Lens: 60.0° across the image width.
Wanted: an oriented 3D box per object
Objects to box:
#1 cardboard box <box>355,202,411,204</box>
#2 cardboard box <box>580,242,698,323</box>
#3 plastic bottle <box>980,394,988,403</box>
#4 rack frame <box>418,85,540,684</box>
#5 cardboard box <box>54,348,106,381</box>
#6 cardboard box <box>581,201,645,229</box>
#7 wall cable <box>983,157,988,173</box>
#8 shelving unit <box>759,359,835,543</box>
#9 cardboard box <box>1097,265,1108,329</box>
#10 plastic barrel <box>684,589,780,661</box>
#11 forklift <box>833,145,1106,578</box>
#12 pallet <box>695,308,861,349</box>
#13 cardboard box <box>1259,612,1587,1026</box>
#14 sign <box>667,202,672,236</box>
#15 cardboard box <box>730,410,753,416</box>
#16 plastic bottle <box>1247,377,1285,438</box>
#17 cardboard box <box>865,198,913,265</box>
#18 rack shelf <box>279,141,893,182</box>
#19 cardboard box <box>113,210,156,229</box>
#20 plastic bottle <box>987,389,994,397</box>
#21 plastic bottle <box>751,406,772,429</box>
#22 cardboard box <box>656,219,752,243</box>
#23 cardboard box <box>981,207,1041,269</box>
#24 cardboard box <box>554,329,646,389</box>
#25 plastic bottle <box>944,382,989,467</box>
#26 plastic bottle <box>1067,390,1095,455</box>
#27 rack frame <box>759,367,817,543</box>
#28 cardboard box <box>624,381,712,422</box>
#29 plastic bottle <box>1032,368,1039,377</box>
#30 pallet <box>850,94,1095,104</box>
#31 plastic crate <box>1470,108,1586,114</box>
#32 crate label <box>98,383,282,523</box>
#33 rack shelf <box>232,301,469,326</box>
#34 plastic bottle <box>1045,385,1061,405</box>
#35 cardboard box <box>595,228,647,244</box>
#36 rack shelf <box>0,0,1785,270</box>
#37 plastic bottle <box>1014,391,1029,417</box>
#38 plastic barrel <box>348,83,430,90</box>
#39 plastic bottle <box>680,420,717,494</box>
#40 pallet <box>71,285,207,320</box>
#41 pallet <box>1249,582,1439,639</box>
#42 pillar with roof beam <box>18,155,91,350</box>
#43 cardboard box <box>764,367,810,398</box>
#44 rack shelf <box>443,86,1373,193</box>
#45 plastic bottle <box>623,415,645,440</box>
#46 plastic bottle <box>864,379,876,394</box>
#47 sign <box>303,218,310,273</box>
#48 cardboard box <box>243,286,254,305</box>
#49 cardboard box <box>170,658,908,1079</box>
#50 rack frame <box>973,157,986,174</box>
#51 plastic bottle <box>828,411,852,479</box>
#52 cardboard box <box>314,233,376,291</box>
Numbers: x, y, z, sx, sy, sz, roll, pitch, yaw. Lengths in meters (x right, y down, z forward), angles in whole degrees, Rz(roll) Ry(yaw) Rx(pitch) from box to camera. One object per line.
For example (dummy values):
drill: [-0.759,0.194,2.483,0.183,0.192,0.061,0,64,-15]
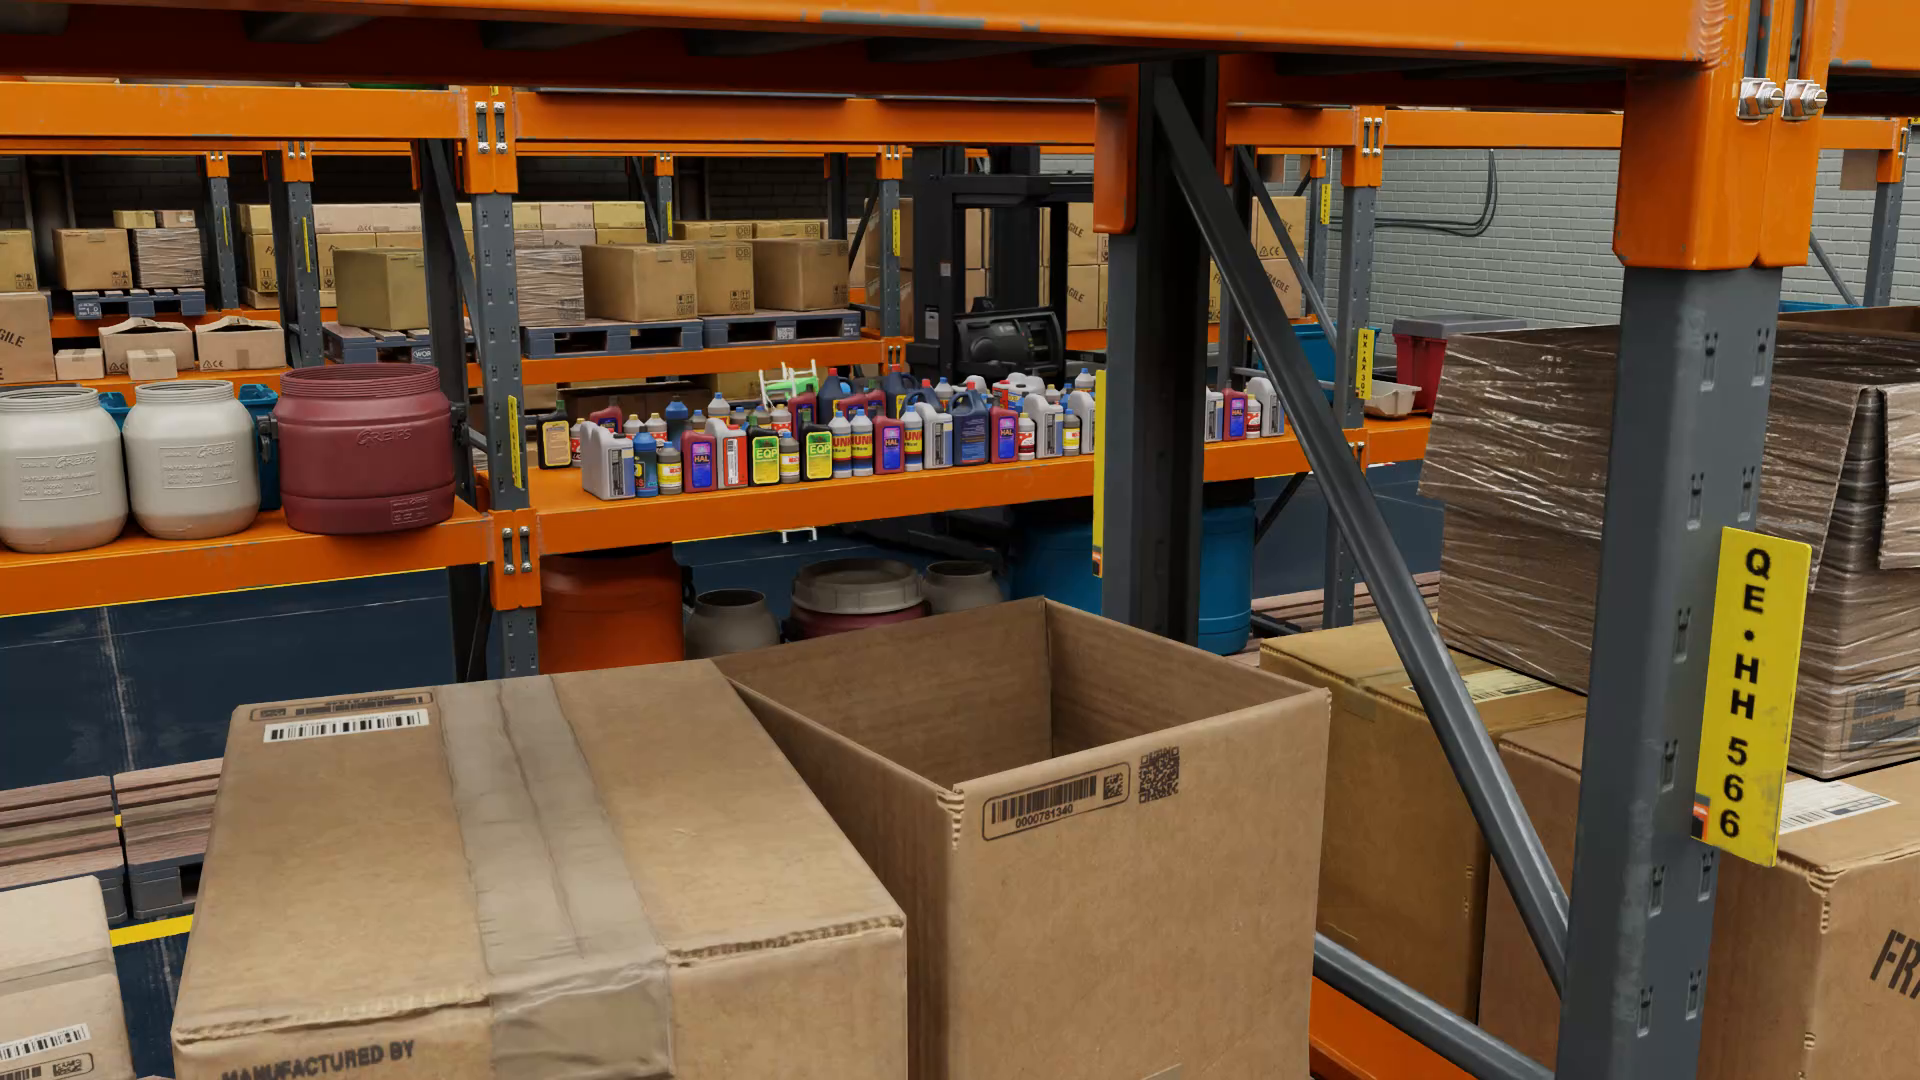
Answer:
cardboard box: [-5.434,-3.061,15.722,0.500,0.250,0.500,-7,15,-29]
cardboard box: [-2.249,-1.809,11.633,0.500,0.500,0.700,-12,17,-42]
plastic bottle: [0.113,-0.583,7.818,0.097,0.201,0.097,0,13,0]
rack frame: [-1.869,-0.378,6.456,0.127,3.000,1.000,-7,14,-28]
cardboard box: [-5.331,-1.065,10.083,0.250,0.149,0.380,-6,14,-24]
cardboard box: [-3.392,-3.179,16.244,0.500,0.250,0.500,-6,14,-26]
wall cable: [1.077,-3.941,19.976,1.851,1.984,0.084,-7,14,-28]
shelving unit: [-1.122,-0.625,11.593,0.258,1.200,0.503,-4,11,14]
cardboard box: [1.184,-1.964,13.276,0.500,0.500,0.500,-7,14,-29]
plastic barrel: [-0.995,0.500,7.267,0.421,0.512,0.421,0,13,0]
forklift: [0.476,-1.316,10.779,1.130,2.935,3.031,-12,17,-42]
pallet: [-1.482,-1.597,12.310,1.213,0.211,1.003,-7,14,-28]
cardboard box: [0.819,0.428,2.647,0.500,0.500,0.500,-6,14,-26]
sign: [-2.836,-3.131,16.231,0.005,0.325,0.100,-7,14,-28]
cardboard box: [-1.732,-0.687,12.519,0.500,0.500,0.500,-7,14,-27]
plastic bottle: [1.451,-0.634,7.878,0.135,0.276,0.152,-7,14,-28]
cardboard box: [-0.408,-2.393,12.907,0.500,0.500,0.500,-7,14,-28]
rack shelf: [-2.483,-2.656,11.384,4.000,0.370,1.077,-7,14,-28]
cardboard box: [-7.179,-2.788,14.459,0.250,0.149,0.380,-10,16,-37]
plastic bottle: [0.126,-0.622,7.994,0.097,0.201,0.097,0,13,0]
plastic bottle: [-0.893,-0.500,7.451,0.097,0.201,0.097,0,13,0]
cardboard box: [-2.621,-2.908,17.016,0.700,0.700,0.980,-7,14,-27]
cardboard box: [0.273,-2.340,12.669,0.500,0.500,0.500,-7,15,-30]
cardboard box: [-3.613,-1.771,16.584,0.750,0.750,0.750,-7,14,-27]
plastic bottle: [0.025,-0.499,7.106,0.185,0.351,0.144,-7,14,-28]
plastic bottle: [0.570,-0.529,7.409,0.135,0.276,0.152,-7,14,-28]
rack frame: [-1.174,-0.574,11.361,0.240,1.200,0.015,-4,11,14]
cardboard box: [-2.147,-1.005,12.228,0.500,0.250,0.500,-7,14,-28]
plastic bottle: [0.336,-0.692,8.117,0.133,0.283,0.061,-7,14,-28]
pallet: [0.007,-1.949,7.034,1.213,0.211,1.003,-7,14,-28]
plastic crate: [2.864,-2.276,8.357,0.590,0.269,0.497,-7,14,-28]
crate label: [-2.870,-0.343,6.219,0.616,0.435,0.502,-7,14,-28]
rack shelf: [-4.860,-2.146,15.954,4.000,0.370,1.077,-7,14,-28]
plastic bottle: [0.447,-0.661,8.165,0.097,0.201,0.097,0,13,0]
cardboard box: [-3.389,-2.814,16.332,0.500,0.500,0.500,-7,15,-29]
rack shelf: [-1.251,-0.325,1.029,4.000,0.370,1.077,-7,14,-28]
plastic bottle: [0.290,-0.524,7.399,0.097,0.271,0.097,0,13,0]
plastic barrel: [-2.061,-1.730,5.985,0.294,0.245,0.294,0,13,0]
plastic bottle: [-1.024,-0.330,6.509,0.133,0.283,0.061,-7,14,-28]
pallet: [-7.190,-2.098,14.536,1.003,0.211,1.213,-7,14,-28]
pallet: [2.269,0.477,9.009,1.213,0.211,1.003,-7,14,-28]
pillar with roof beam: [-6.108,-4.414,10.728,0.400,9.000,9.100,-7,14,-28]
cardboard box: [-1.957,-1.804,17.532,0.500,0.500,0.700,-7,14,-28]
rack shelf: [-0.113,-1.701,7.141,4.000,0.370,1.077,-7,14,-28]
plastic bottle: [-1.405,-0.439,7.178,0.097,0.201,0.097,0,13,0]
plastic bottle: [-0.435,-0.599,7.706,0.133,0.283,0.061,-7,14,-28]
sign: [-3.970,-1.791,10.099,0.005,0.325,0.100,-7,14,-28]
cardboard box: [-6.452,-2.258,15.337,0.250,0.149,0.380,-7,14,-27]
cardboard box: [-0.392,0.466,1.524,0.500,0.500,0.700,-5,13,-20]
rack frame: [0.406,-3.129,18.679,0.127,3.000,1.000,-7,14,-28]
plastic bottle: [-0.493,-0.392,6.813,0.097,0.271,0.097,0,13,0]
cardboard box: [-5.602,-2.546,15.139,0.500,0.500,0.500,-6,14,-26]
